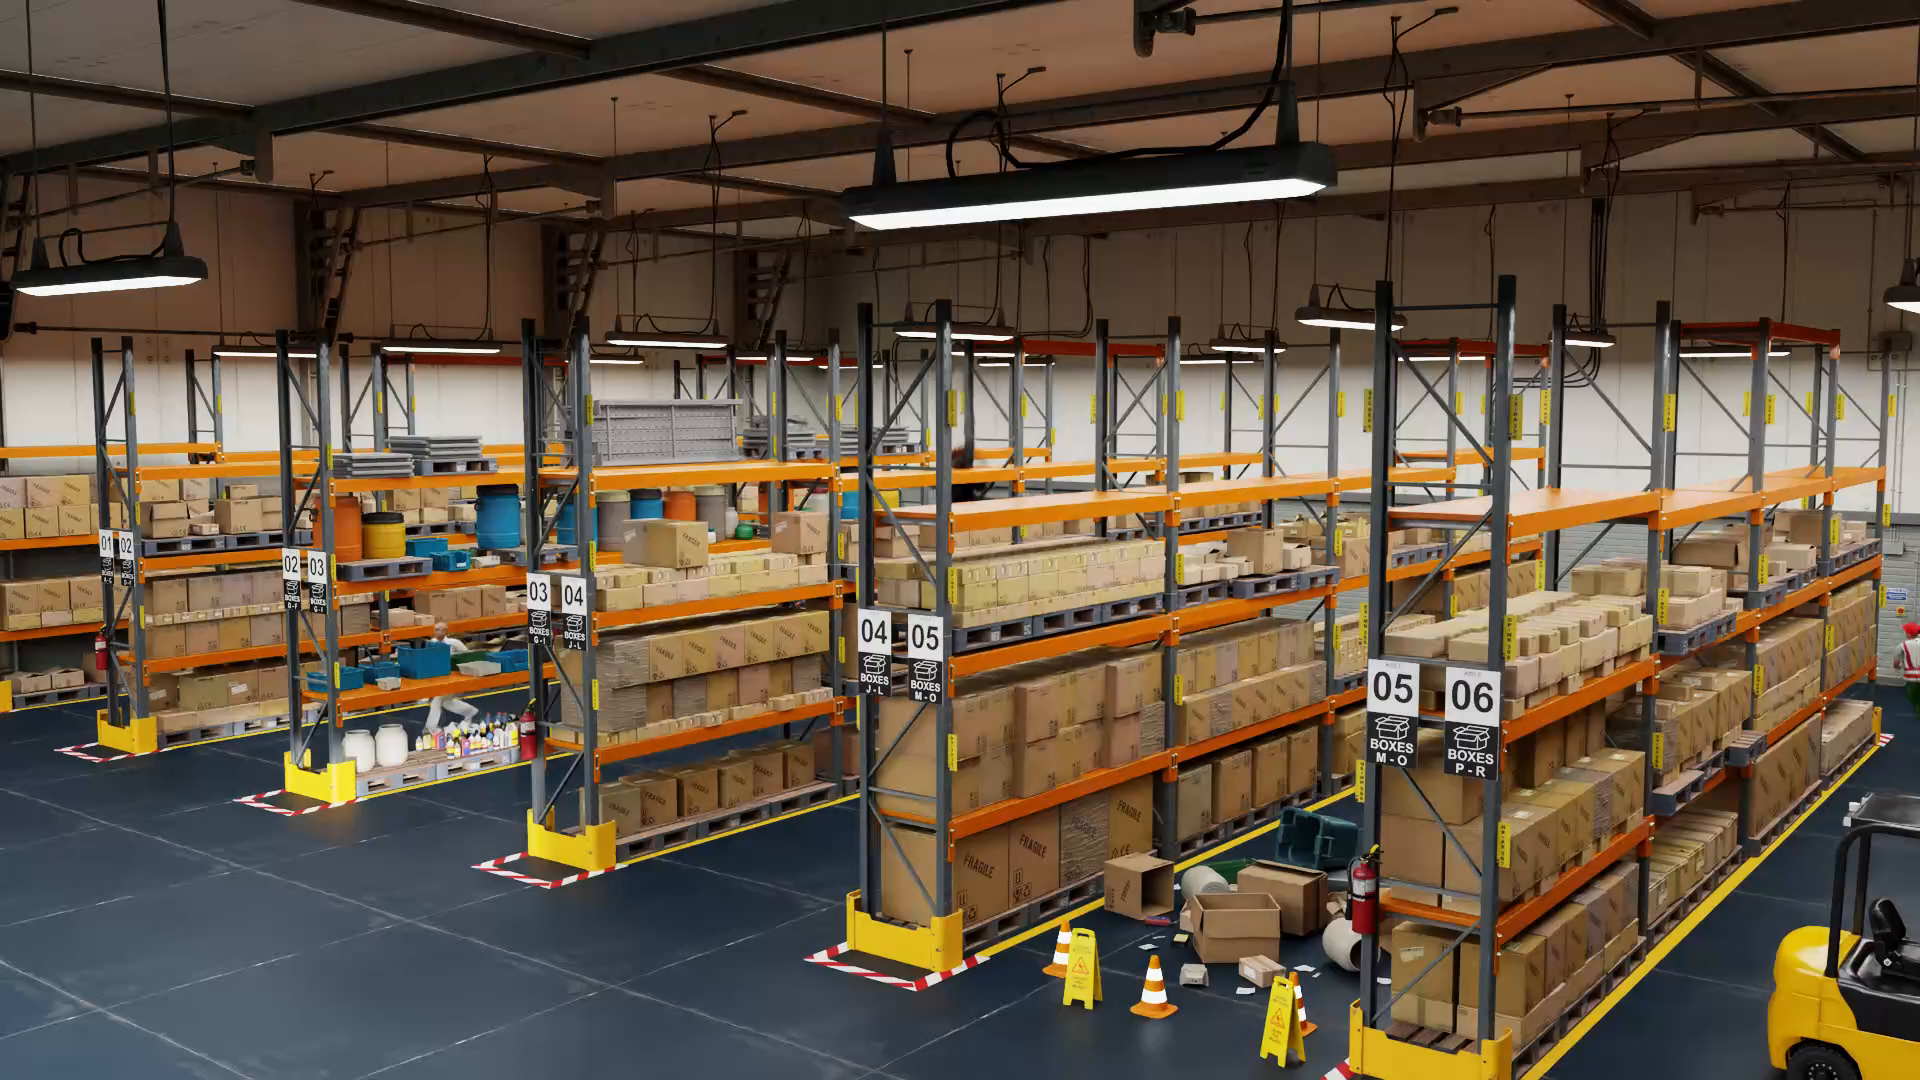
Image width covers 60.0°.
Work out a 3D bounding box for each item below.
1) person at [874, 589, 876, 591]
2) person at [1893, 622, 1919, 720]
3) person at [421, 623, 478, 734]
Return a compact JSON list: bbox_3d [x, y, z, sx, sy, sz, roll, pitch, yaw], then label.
[{"bbox_3d":[-1.855,1.322,34.852,0.539,1.621,0.643,2,5,23],"label":"person"},{"bbox_3d":[14.415,2.115,25.094,0.695,1.763,0.640,0,5,-2],"label":"person"},{"bbox_3d":[-7.729,2.120,24.919,0.671,1.798,1.214,4,6,37],"label":"person"}]
